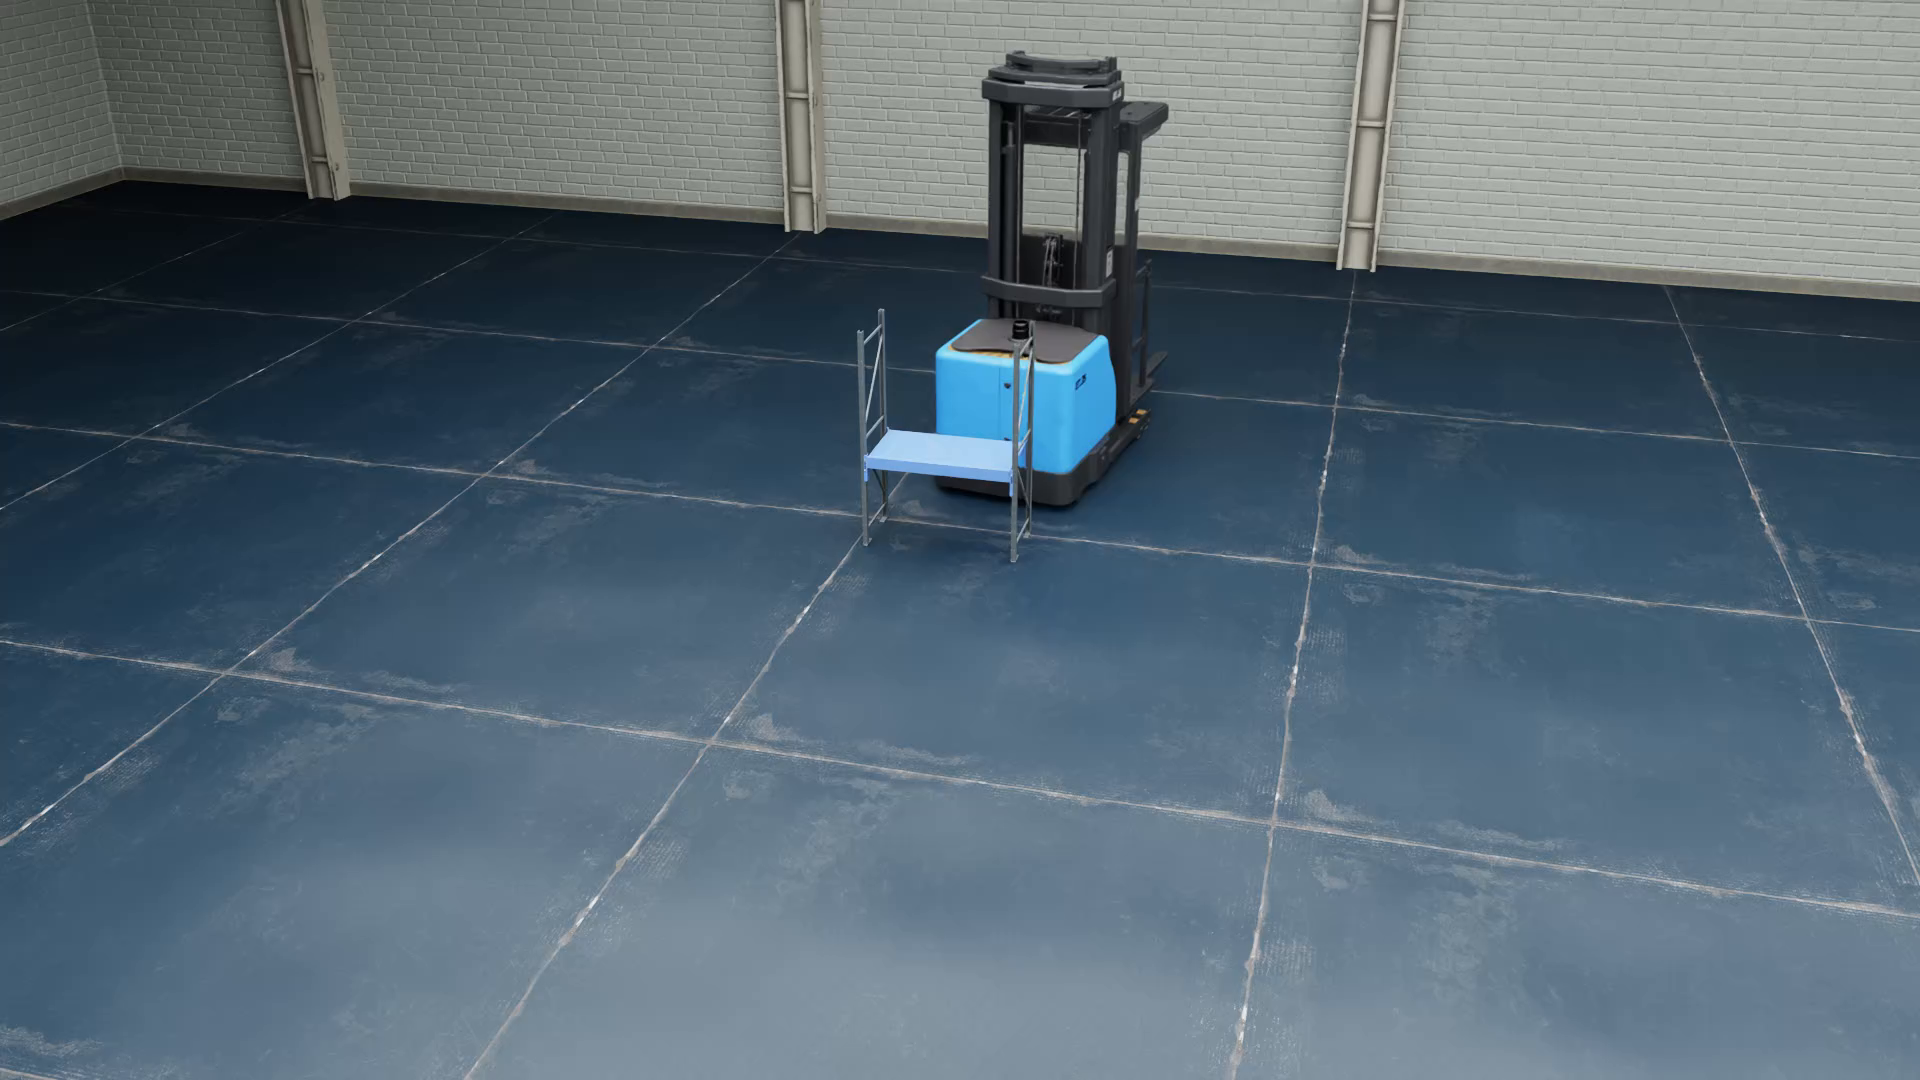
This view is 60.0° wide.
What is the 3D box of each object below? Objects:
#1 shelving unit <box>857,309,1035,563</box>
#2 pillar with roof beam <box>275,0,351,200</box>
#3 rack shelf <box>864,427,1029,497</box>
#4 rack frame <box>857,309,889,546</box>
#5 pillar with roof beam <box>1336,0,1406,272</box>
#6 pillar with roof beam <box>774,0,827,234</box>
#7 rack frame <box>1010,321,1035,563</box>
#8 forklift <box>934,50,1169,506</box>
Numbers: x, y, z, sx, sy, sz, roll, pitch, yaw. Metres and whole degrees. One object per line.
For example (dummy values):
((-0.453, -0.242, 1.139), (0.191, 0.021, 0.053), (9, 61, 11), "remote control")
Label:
((-0.083, -0.686, 10.947), (1.048, 1.500, 0.538), (6, 26, 13), "shelving unit")
((-8.599, -6.379, 14.181), (0.400, 9.000, 9.100), (6, 26, 13), "pillar with roof beam")
((-0.083, -0.524, 11.024), (1.000, 0.185, 0.538), (6, 26, 13), "rack shelf")
((-0.575, -0.741, 11.061), (0.032, 1.500, 0.500), (6, 26, 13), "rack frame")
((3.022, -5.095, 11.483), (0.400, 9.000, 9.100), (6, 26, 13), "pillar with roof beam")
((-2.788, -5.737, 12.832), (0.400, 9.000, 9.100), (6, 26, 13), "pillar with roof beam")
((0.410, -0.632, 10.832), (0.032, 1.500, 0.500), (6, 26, 13), "rack frame")
((0.858, -2.170, 12.397), (1.130, 2.935, 3.031), (10, 27, 21), "forklift")
